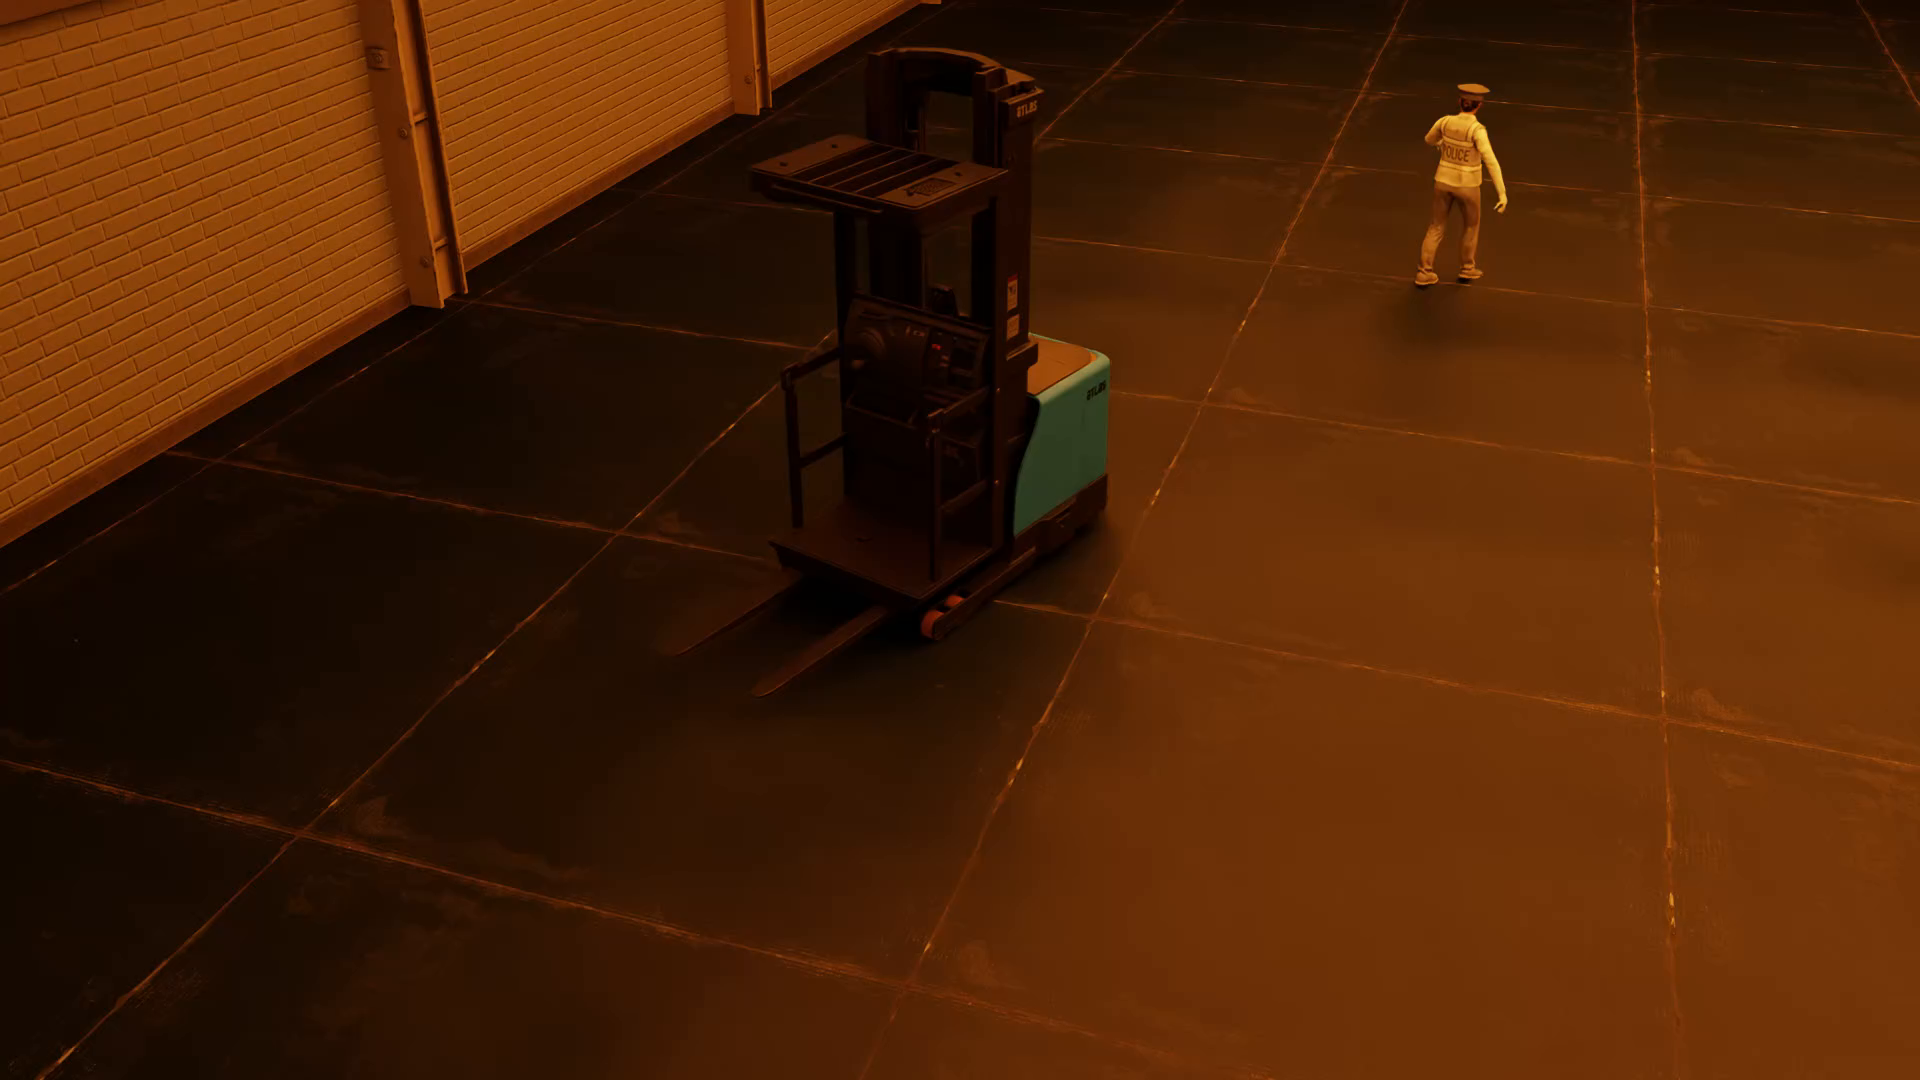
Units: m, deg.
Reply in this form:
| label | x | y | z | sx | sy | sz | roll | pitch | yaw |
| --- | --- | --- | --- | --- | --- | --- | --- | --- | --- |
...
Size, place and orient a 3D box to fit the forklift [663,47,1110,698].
| label | x | y | z | sx | sy | sz | roll | pitch | yaw |
| --- | --- | --- | --- | --- | --- | --- | --- | --- | --- |
| forklift | -0.371 | -0.996 | 8.884 | 1.130 | 2.935 | 3.031 | 20 | 35 | 31 |

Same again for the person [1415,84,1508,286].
| label | x | y | z | sx | sy | sz | roll | pitch | yaw |
| --- | --- | --- | --- | --- | --- | --- | --- | --- | --- |
| person | 4.104 | -2.871 | 13.501 | 0.901 | 1.650 | 0.695 | 25 | 38 | 37 |
